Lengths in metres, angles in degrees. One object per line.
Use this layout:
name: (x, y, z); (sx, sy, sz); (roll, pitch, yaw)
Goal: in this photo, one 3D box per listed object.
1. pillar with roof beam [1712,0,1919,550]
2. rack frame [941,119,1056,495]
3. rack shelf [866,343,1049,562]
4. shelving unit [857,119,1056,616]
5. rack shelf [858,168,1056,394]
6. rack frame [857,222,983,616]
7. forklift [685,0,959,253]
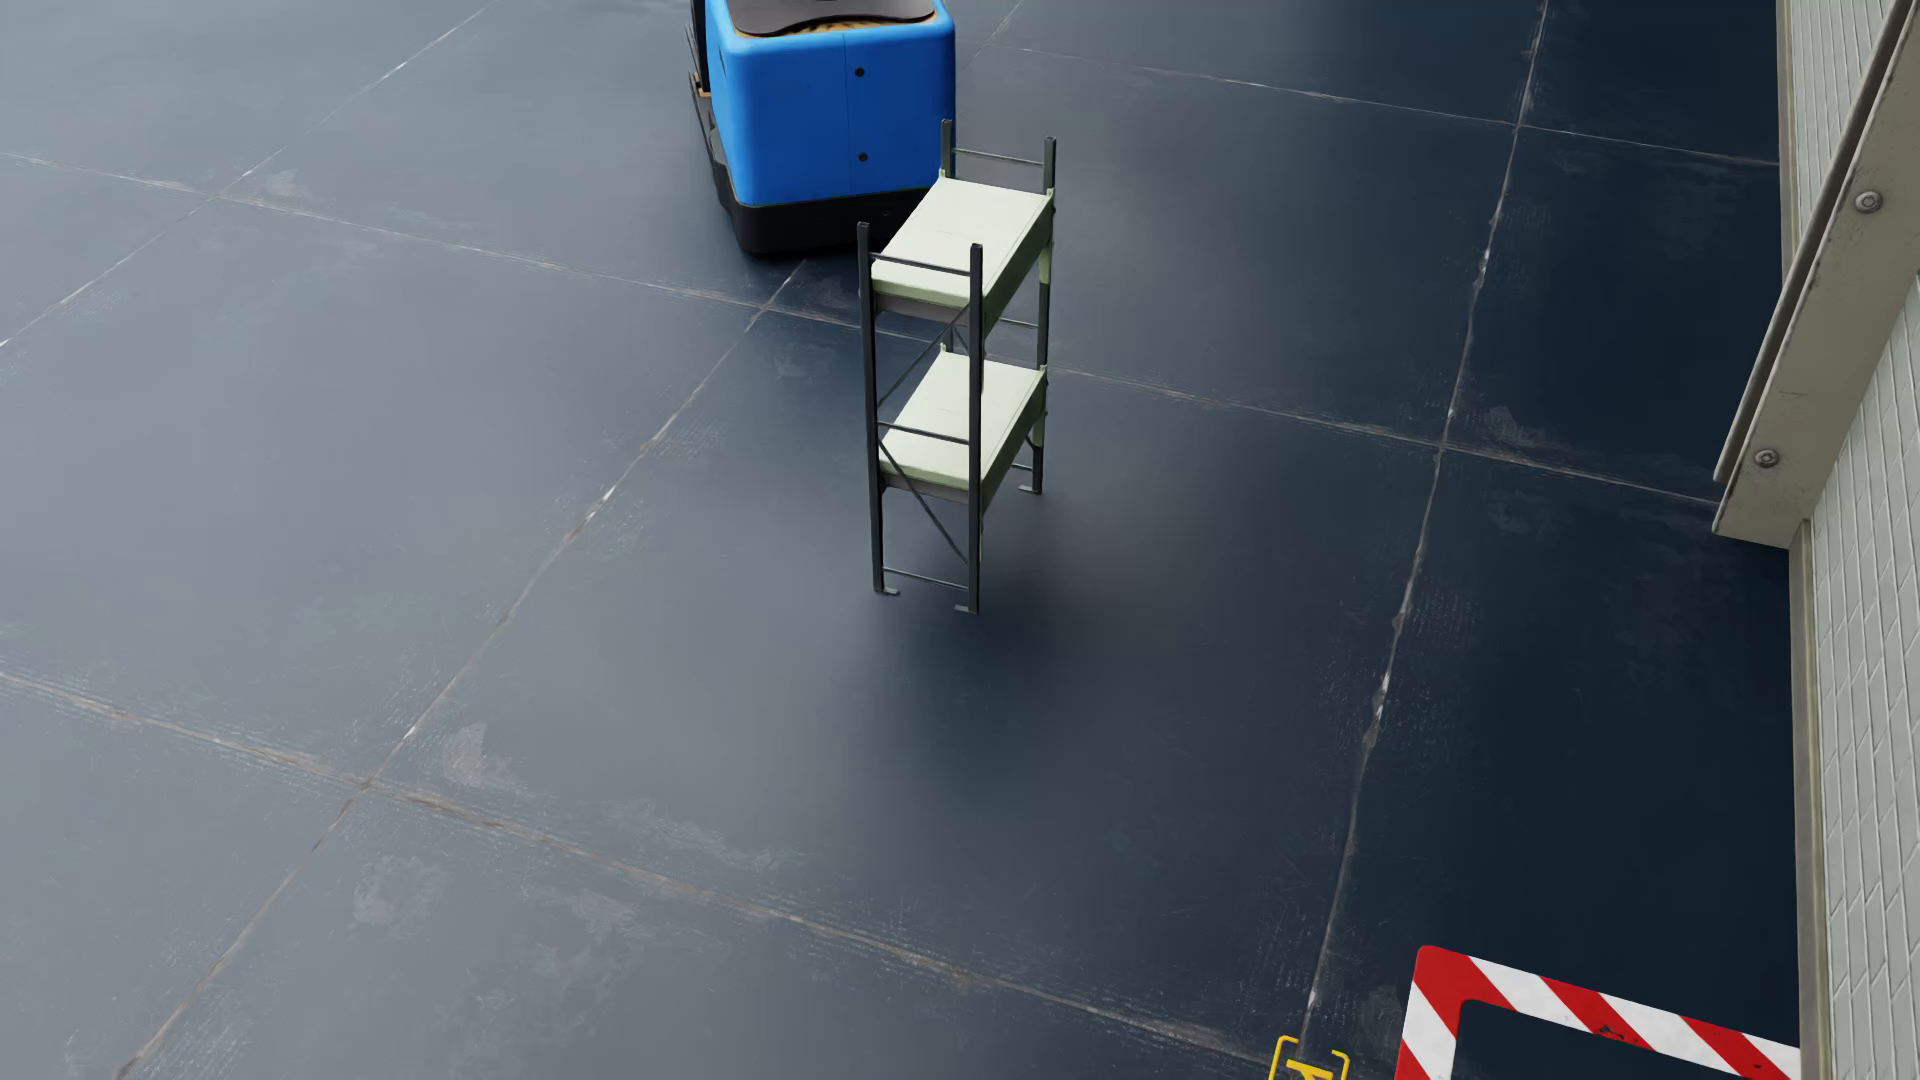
pillar with roof beam: (-0.993, -4.491, 4.580); (9.100, 9.000, 0.400); (13, 42, 15)
rack frame: (0.127, -0.798, 6.030); (0.400, 1.500, 0.023); (13, 42, 15)
rack shelf: (0.002, -0.327, 5.980); (0.431, 0.370, 0.720); (13, 42, 15)
shelving unit: (0.002, -0.575, 5.768); (0.431, 1.500, 0.755); (13, 42, 15)
rack shelf: (0.002, -0.872, 5.515); (0.431, 0.370, 0.720); (13, 42, 15)
rack frame: (-0.123, -0.351, 5.506); (0.400, 1.500, 0.023); (13, 42, 15)
forklift: (-0.845, -3.407, 7.985); (1.130, 2.935, 3.031); (-9, 41, -10)
